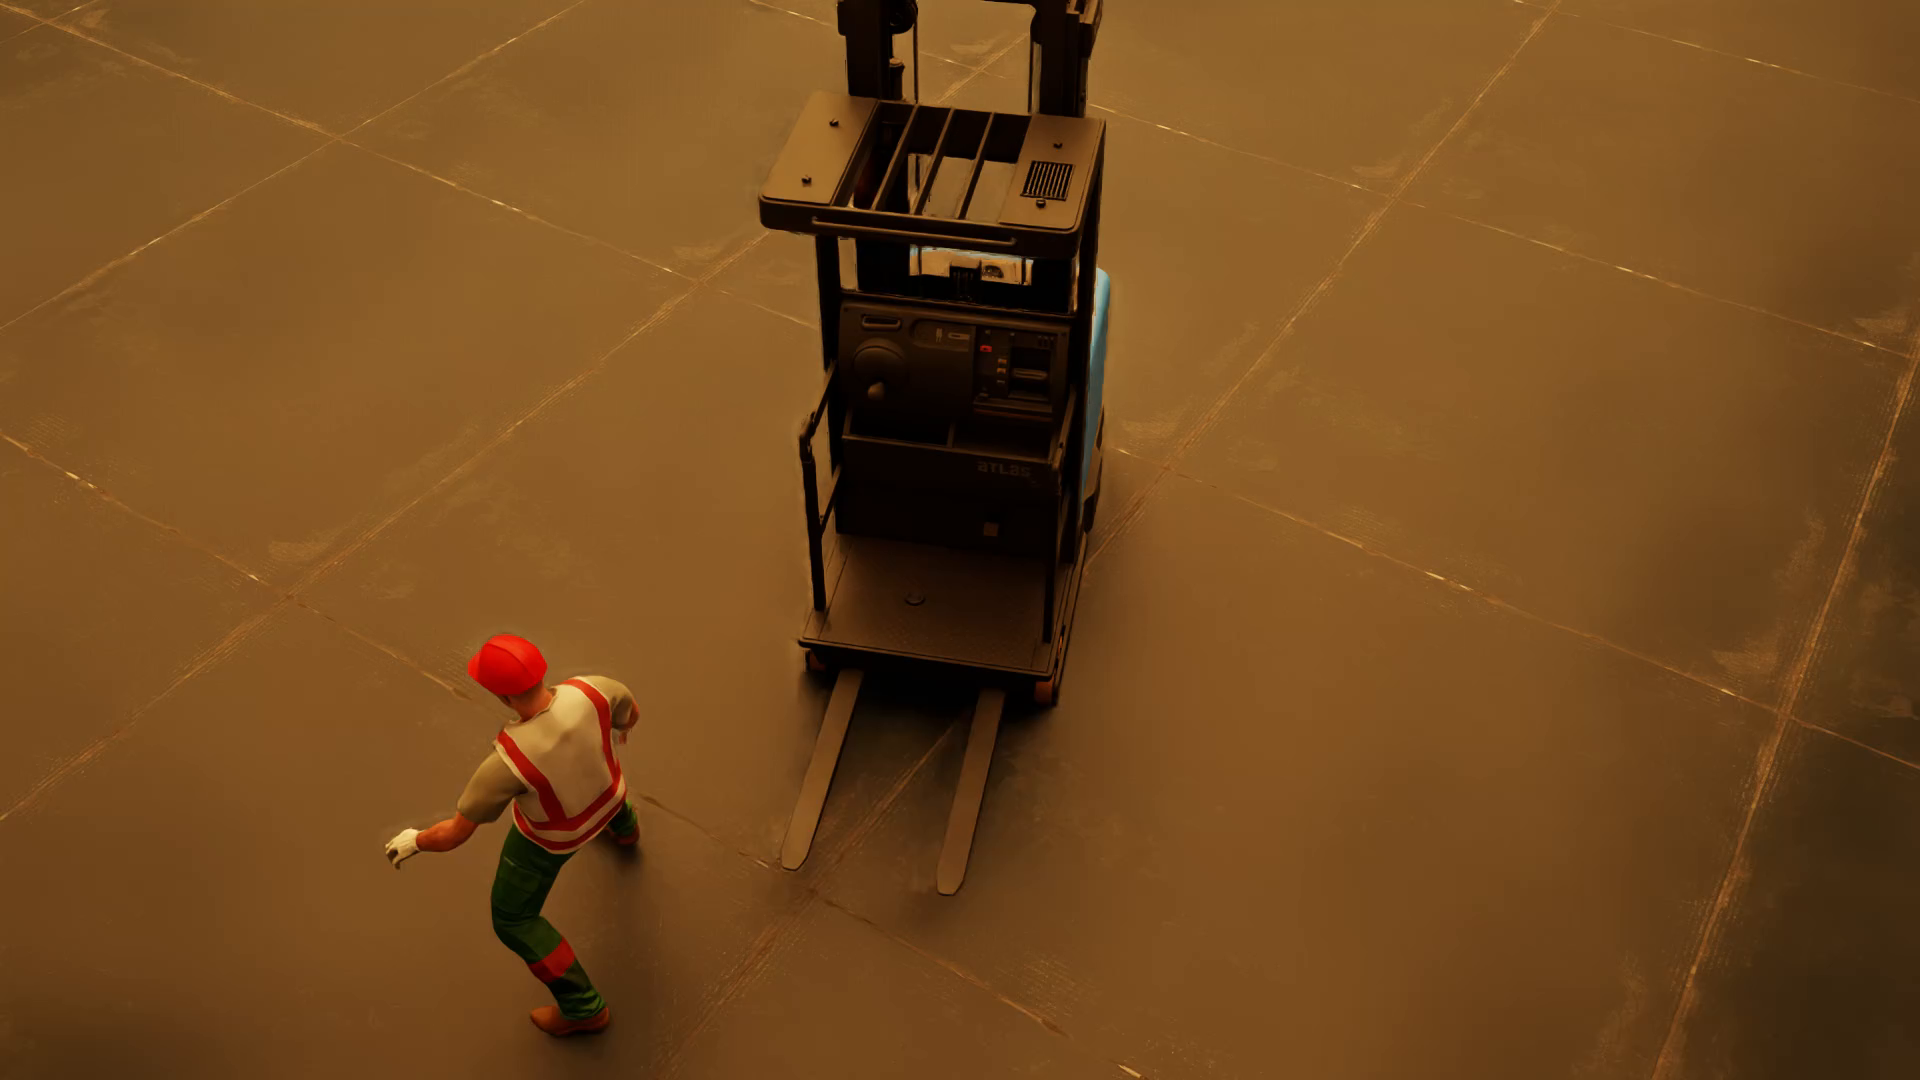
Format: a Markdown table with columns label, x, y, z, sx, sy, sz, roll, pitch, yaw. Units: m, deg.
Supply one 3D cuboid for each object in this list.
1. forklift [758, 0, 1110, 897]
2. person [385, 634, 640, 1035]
| label | x | y | z | sx | sy | sz | roll | pitch | yaw |
| --- | --- | --- | --- | --- | --- | --- | --- | --- | --- |
| forklift | -0.067 | -0.631 | 6.514 | 1.130 | 2.935 | 3.031 | 8 | 44 | 8 |
| person | -1.469 | 0.927 | 5.844 | 0.786 | 1.637 | 0.992 | 29 | 50 | 27 |
